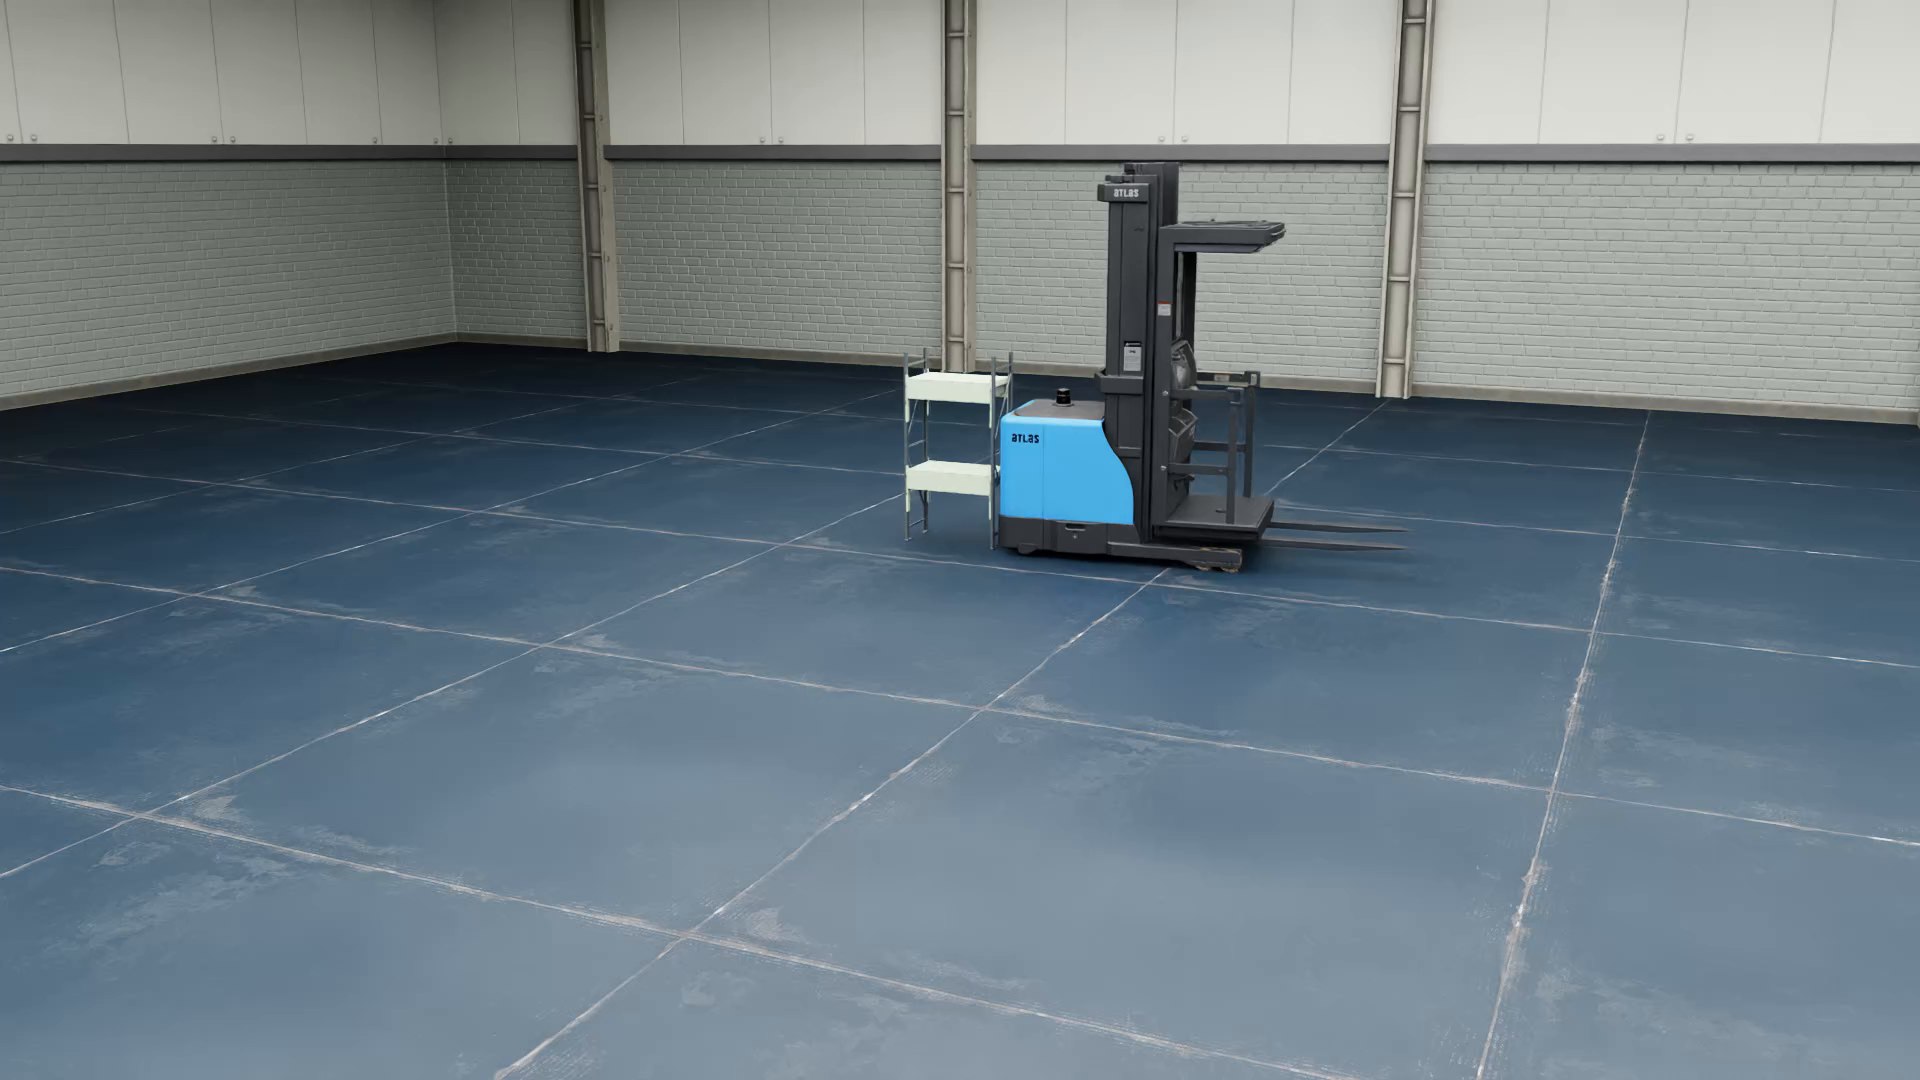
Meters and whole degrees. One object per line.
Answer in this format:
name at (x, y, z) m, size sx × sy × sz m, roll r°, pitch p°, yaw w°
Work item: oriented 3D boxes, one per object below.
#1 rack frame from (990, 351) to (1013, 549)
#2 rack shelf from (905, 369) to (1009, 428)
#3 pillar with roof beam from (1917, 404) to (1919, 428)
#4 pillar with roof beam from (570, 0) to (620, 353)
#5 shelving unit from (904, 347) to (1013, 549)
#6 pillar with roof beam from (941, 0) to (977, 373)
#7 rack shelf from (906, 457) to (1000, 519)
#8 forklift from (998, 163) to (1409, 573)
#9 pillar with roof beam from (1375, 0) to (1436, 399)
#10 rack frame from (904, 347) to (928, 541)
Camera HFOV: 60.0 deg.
rack frame at (0.324, -0.699, 12.947) m, size 0.023 × 1.500 × 0.400 m, roll 6°, pitch 14°, yaw 22°
rack shelf at (-0.012, -1.112, 12.999) m, size 0.720 × 0.370 × 0.431 m, roll 6°, pitch 14°, yaw 22°
pillar with roof beam at (9.211, -4.740, 13.755) m, size 0.400 × 9.000 × 9.100 m, roll 6°, pitch 14°, yaw 23°
pillar with roof beam at (-7.246, -6.405, 20.853) m, size 0.400 × 9.000 × 9.100 m, roll 6°, pitch 14°, yaw 23°
shelving unit at (-0.013, -0.732, 13.087) m, size 0.755 × 1.500 × 0.431 m, roll 6°, pitch 14°, yaw 22°
pillar with roof beam at (-1.761, -5.850, 18.487) m, size 0.400 × 9.000 × 9.100 m, roll 6°, pitch 14°, yaw 23°
rack shelf at (-0.013, -0.414, 13.160) m, size 0.720 × 0.370 × 0.431 m, roll 6°, pitch 14°, yaw 22°
forklift at (1.868, -1.323, 12.477) m, size 3.031 × 2.935 × 1.130 m, roll 4°, pitch 14°, yaw 16°
pillar with roof beam at (3.725, -5.295, 16.121) m, size 0.400 × 9.000 × 9.100 m, roll 6°, pitch 14°, yaw 23°
rack frame at (-0.350, -0.764, 13.226) m, size 0.023 × 1.500 × 0.400 m, roll 6°, pitch 14°, yaw 22°
